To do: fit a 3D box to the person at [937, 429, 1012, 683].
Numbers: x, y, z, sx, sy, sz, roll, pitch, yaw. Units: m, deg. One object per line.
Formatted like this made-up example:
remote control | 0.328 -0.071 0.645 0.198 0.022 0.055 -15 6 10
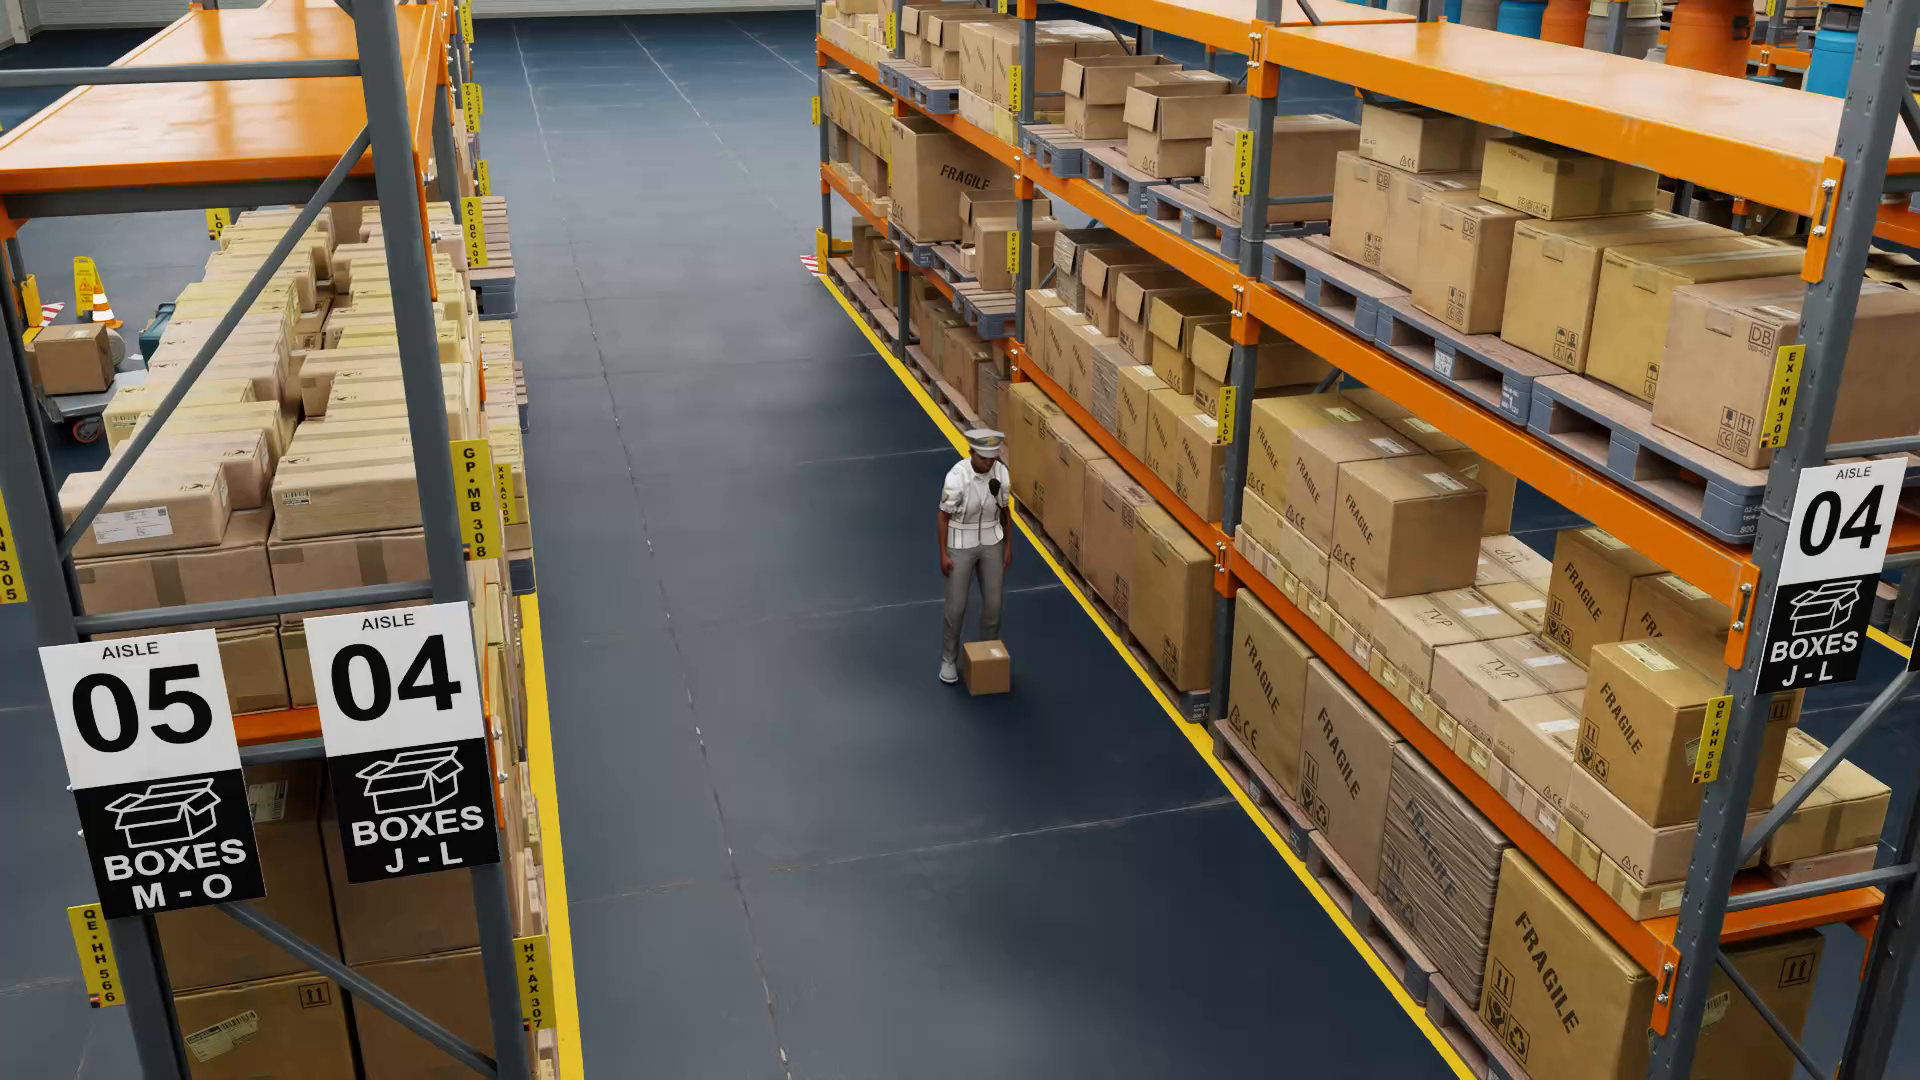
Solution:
person | 0.092 0.074 10.471 0.517 1.656 0.397 -7 24 -17
